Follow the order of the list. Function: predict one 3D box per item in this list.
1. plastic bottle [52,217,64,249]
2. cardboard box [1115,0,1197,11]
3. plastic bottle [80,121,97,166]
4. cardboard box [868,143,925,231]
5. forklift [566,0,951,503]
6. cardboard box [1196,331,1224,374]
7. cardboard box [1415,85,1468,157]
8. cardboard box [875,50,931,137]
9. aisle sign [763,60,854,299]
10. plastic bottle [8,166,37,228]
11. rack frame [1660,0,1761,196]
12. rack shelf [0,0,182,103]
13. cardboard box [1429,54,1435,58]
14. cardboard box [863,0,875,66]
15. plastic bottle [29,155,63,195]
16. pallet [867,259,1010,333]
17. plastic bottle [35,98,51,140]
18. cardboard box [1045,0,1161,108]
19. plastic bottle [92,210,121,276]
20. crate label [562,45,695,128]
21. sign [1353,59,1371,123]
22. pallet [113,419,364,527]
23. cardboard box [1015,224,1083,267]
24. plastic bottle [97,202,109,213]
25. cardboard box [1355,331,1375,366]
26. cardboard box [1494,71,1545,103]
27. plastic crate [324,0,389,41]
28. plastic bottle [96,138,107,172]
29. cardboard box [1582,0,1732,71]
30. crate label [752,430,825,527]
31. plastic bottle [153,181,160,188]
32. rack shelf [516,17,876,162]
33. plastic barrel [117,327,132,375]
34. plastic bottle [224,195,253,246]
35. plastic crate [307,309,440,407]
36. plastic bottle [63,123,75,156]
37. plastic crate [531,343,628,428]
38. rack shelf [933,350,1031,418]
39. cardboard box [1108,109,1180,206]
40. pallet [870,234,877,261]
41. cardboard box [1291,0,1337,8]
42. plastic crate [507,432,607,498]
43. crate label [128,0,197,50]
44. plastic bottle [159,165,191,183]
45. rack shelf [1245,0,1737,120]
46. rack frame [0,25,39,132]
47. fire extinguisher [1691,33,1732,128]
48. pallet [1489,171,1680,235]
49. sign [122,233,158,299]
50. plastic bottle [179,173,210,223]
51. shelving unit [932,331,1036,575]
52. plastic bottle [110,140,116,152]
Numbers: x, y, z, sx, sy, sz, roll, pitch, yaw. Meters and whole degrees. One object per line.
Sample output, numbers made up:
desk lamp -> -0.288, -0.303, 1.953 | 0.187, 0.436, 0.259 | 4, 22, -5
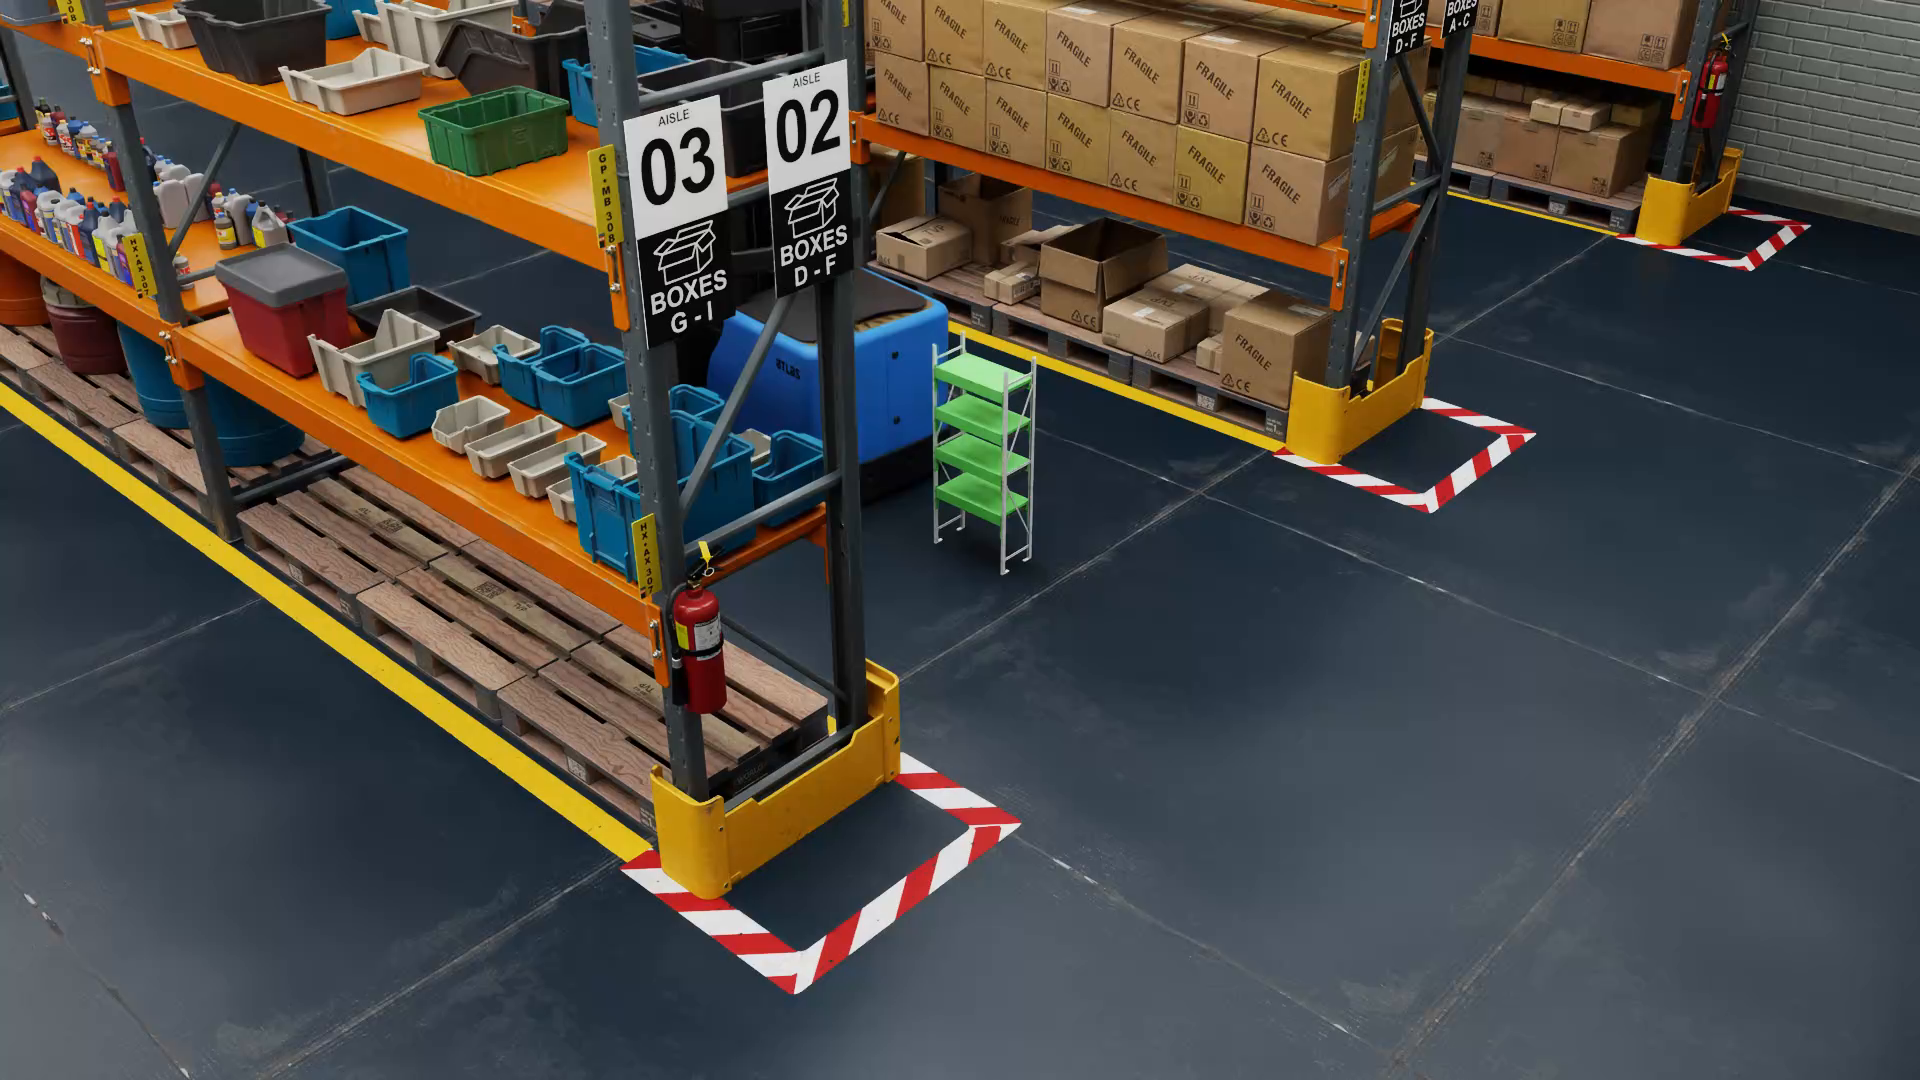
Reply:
plastic bottle -> -5.111, -1.773, 9.480 | 0.097, 0.201, 0.097 | 0, 31, 0
cardboard box -> 1.250, -3.231, 10.643 | 0.500, 0.500, 0.500 | 25, 39, 35
plastic bottle -> -5.599, -2.559, 10.718 | 0.097, 0.271, 0.097 | 0, 31, 0
cardboard box -> -0.621, -2.740, 12.890 | 0.500, 0.500, 0.500 | 23, 38, 33
forklift -> -1.409, -2.064, 9.836 | 1.130, 2.935, 3.031 | -25, 39, -35
cardboard box -> 1.732, -1.220, 10.689 | 0.250, 0.166, 0.380 | 25, 39, 35
cardboard box -> 4.130, -3.714, 14.528 | 0.500, 0.500, 0.700 | 26, 40, 36
cardboard box -> -0.231, -3.124, 11.434 | 0.500, 0.500, 0.500 | 26, 40, 36
aisle sign -> -0.534, -1.287, 5.958 | 0.004, 0.787, 0.394 | 25, 39, 35
plastic bottle -> -5.470, -2.022, 9.748 | 0.185, 0.351, 0.144 | 25, 39, 35
rack frame -> 5.861, -3.873, 12.775 | 0.127, 3.000, 1.000 | 25, 39, 35
rack shelf -> -5.235, -3.138, 9.343 | 4.000, 0.370, 1.077 | 25, 39, 35
cardboard box -> 3.995, -4.199, 14.705 | 0.250, 0.149, 0.380 | 24, 38, 34
cardboard box -> -0.627, -3.834, 12.206 | 0.500, 0.500, 0.700 | 12, 33, 19
plastic bottle -> -5.468, -2.126, 9.922 | 0.185, 0.351, 0.144 | 25, 39, 35
pallet -> 0.083, -1.929, 12.249 | 1.213, 0.211, 1.003 | 25, 39, 35
plastic bottle -> -6.132, -2.826, 11.149 | 0.133, 0.283, 0.061 | 25, 39, 35
cardboard box -> 0.882, -3.027, 10.304 | 0.500, 0.500, 0.500 | 26, 40, 36
plastic bottle -> -4.654, -1.640, 9.114 | 0.185, 0.351, 0.144 | 25, 39, 35
crate label -> -1.254, -1.749, 6.482 | 0.502, 0.251, 0.408 | 25, 39, 35
sign -> 2.153, -2.403, 8.905 | 0.005, 0.325, 0.100 | 25, 39, 35
pallet -> -4.297, -0.557, 9.970 | 1.213, 0.211, 1.003 | 25, 39, 35
cardboard box -> 0.743, -2.050, 11.927 | 0.500, 0.311, 0.500 | 25, 39, 35
plastic bottle -> -4.837, -1.781, 9.425 | 0.097, 0.271, 0.097 | 0, 31, 0
cardboard box -> 2.460, -1.221, 10.707 | 0.250, 0.149, 0.380 | 25, 39, 35
cardboard box -> 4.751, -3.846, 14.118 | 0.250, 0.149, 0.380 | 26, 39, 36
plastic crate -> -2.863, -2.489, 7.730 | 0.300, 0.233, 0.416 | 25, 39, 35
plastic bottle -> -5.455, -2.462, 10.624 | 0.097, 0.201, 0.097 | 0, 31, 0
cardboard box -> 5.476, -4.174, 12.984 | 0.700, 0.700, 0.980 | 27, 40, 37
crate label -> -0.749, -0.250, 6.860 | 0.303, 0.233, 0.416 | 25, 39, 35
plastic bottle -> -4.768, -2.036, 9.916 | 0.097, 0.201, 0.097 | 0, 31, 0
rack shelf -> -1.909, -3.745, 13.261 | 4.000, 0.370, 1.077 | 25, 39, 35
plastic barrel -> -5.028, -1.252, 10.427 | 0.421, 0.512, 0.421 | 0, 31, 0
plastic bottle -> -4.111, -1.848, 9.532 | 0.135, 0.276, 0.152 | 25, 39, 35
plastic crate -> -2.744, -0.845, 7.801 | 0.530, 0.282, 0.437 | 25, 39, 35
plastic bottle -> -5.815, -2.631, 10.904 | 0.097, 0.201, 0.097 | 0, 31, 0
plastic crate -> -1.725, -0.705, 7.617 | 0.300, 0.233, 0.416 | 25, 39, 35
rack shelf -> 0.123, -0.813, 8.631 | 0.480, 0.148, 0.258 | 25, 39, 35
cardboard box -> 1.272, -2.424, 10.271 | 0.500, 0.500, 0.500 | 25, 39, 35
pallet -> -1.054, -2.434, 13.088 | 1.213, 0.211, 1.003 | 25, 39, 35
cardboard box -> 3.287, -5.192, 14.675 | 0.700, 0.700, 0.980 | 26, 39, 36
plastic crate -> -1.718, -0.316, 7.064 | 0.243, 0.136, 0.396 | 25, 39, 35
crate label -> -3.584, -2.361, 7.611 | 0.466, 0.136, 0.293 | 25, 39, 35
plastic bottle -> -4.699, -2.122, 9.987 | 0.135, 0.276, 0.152 | 25, 39, 35
rack shelf -> 4.378, -4.257, 14.110 | 4.000, 0.370, 1.077 | 25, 39, 35
rack frame -> -6.718, -2.853, 11.081 | 0.127, 3.000, 1.000 | 25, 39, 35
fire extinguisher -> 5.663, -3.451, 12.511 | 0.183, 0.674, 0.296 | 25, 39, 35
pallet -> 5.216, -2.925, 13.904 | 1.213, 0.211, 1.003 | 25, 39, 35
sign -> -4.123, -1.377, 8.361 | 0.005, 0.325, 0.100 | 25, 39, 35
plastic bottle -> -4.527, -2.042, 9.854 | 0.135, 0.276, 0.152 | 25, 39, 35
shelving unit -> 0.123, -0.457, 8.845 | 0.503, 1.200, 0.258 | 25, 39, 35
plastic bottle -> -5.195, -2.388, 10.357 | 0.185, 0.351, 0.144 | 25, 39, 35
